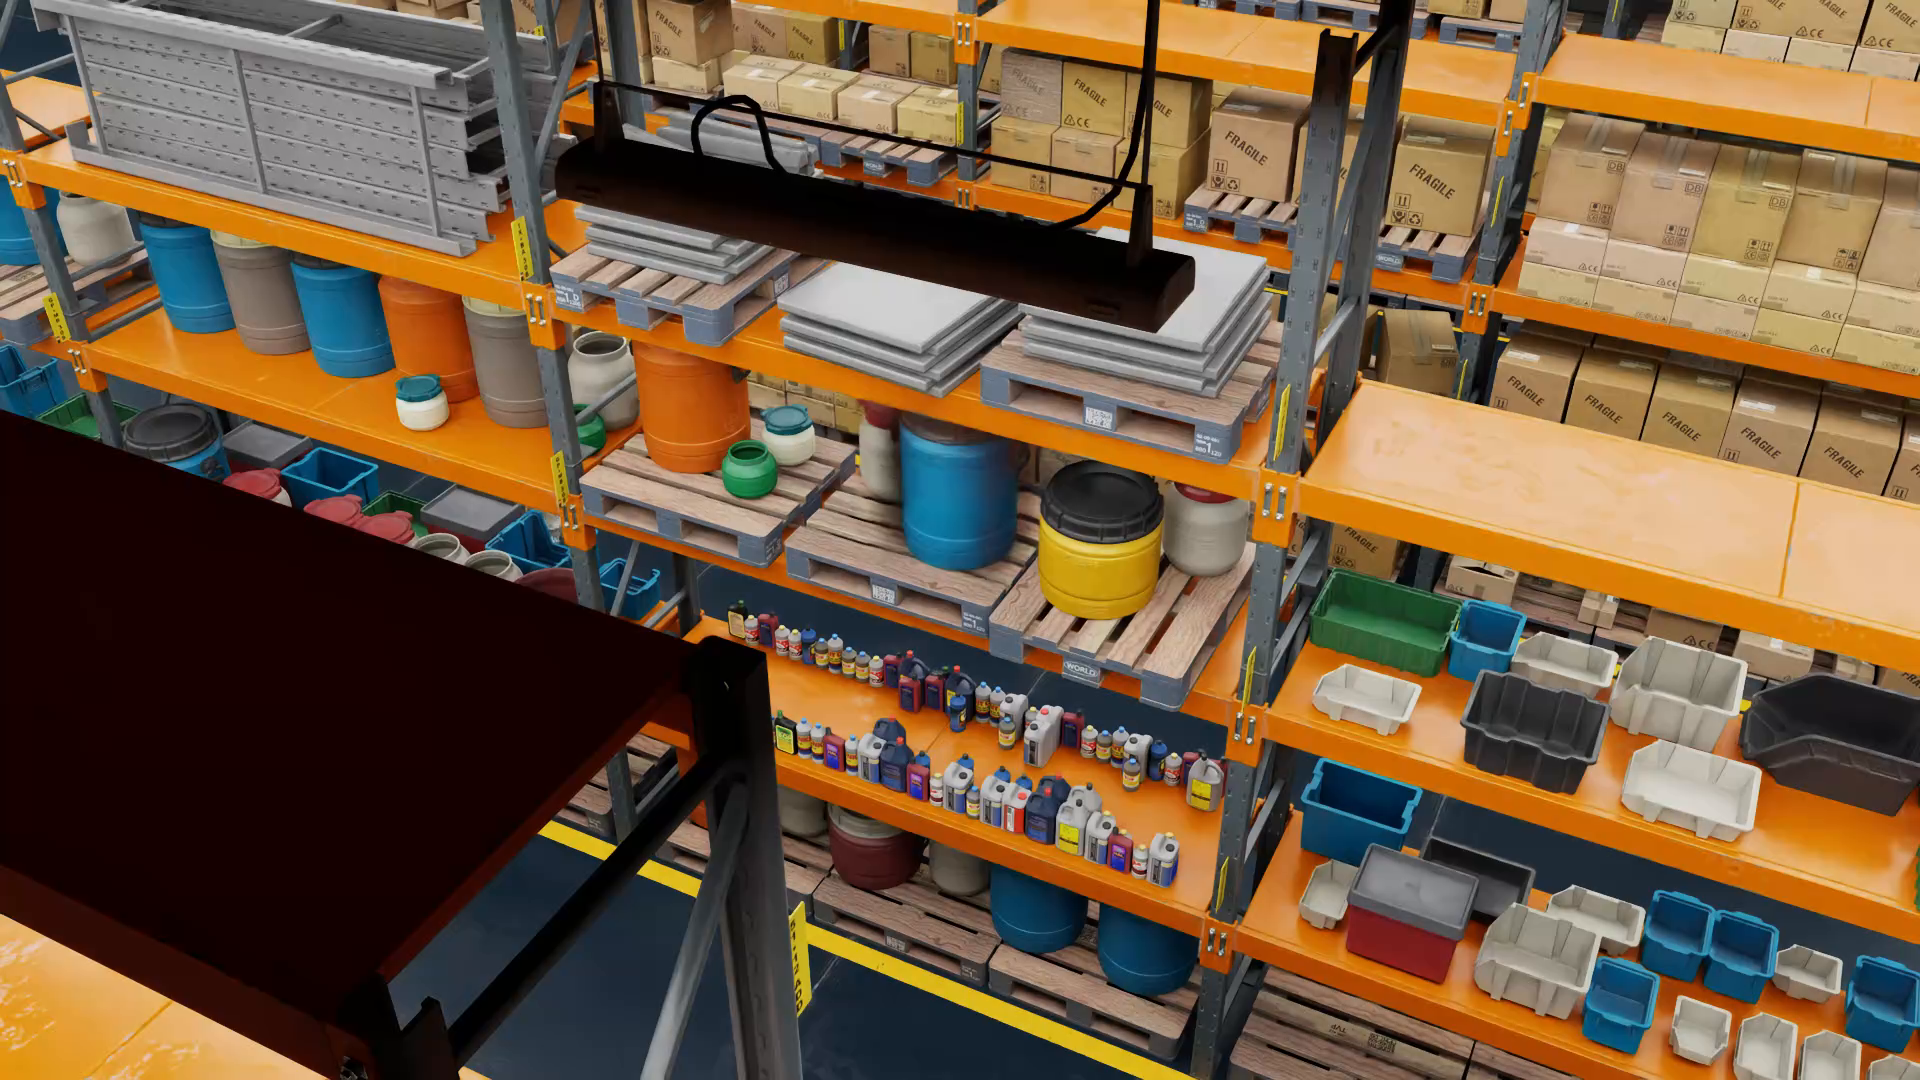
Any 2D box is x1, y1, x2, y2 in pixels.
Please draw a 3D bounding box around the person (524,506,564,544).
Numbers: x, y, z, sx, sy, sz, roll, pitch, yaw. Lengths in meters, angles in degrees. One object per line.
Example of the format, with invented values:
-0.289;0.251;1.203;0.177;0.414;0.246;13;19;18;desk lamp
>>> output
-3.095;-0.149;12.549;0.542;1.808;0.586;10;36;14;person
